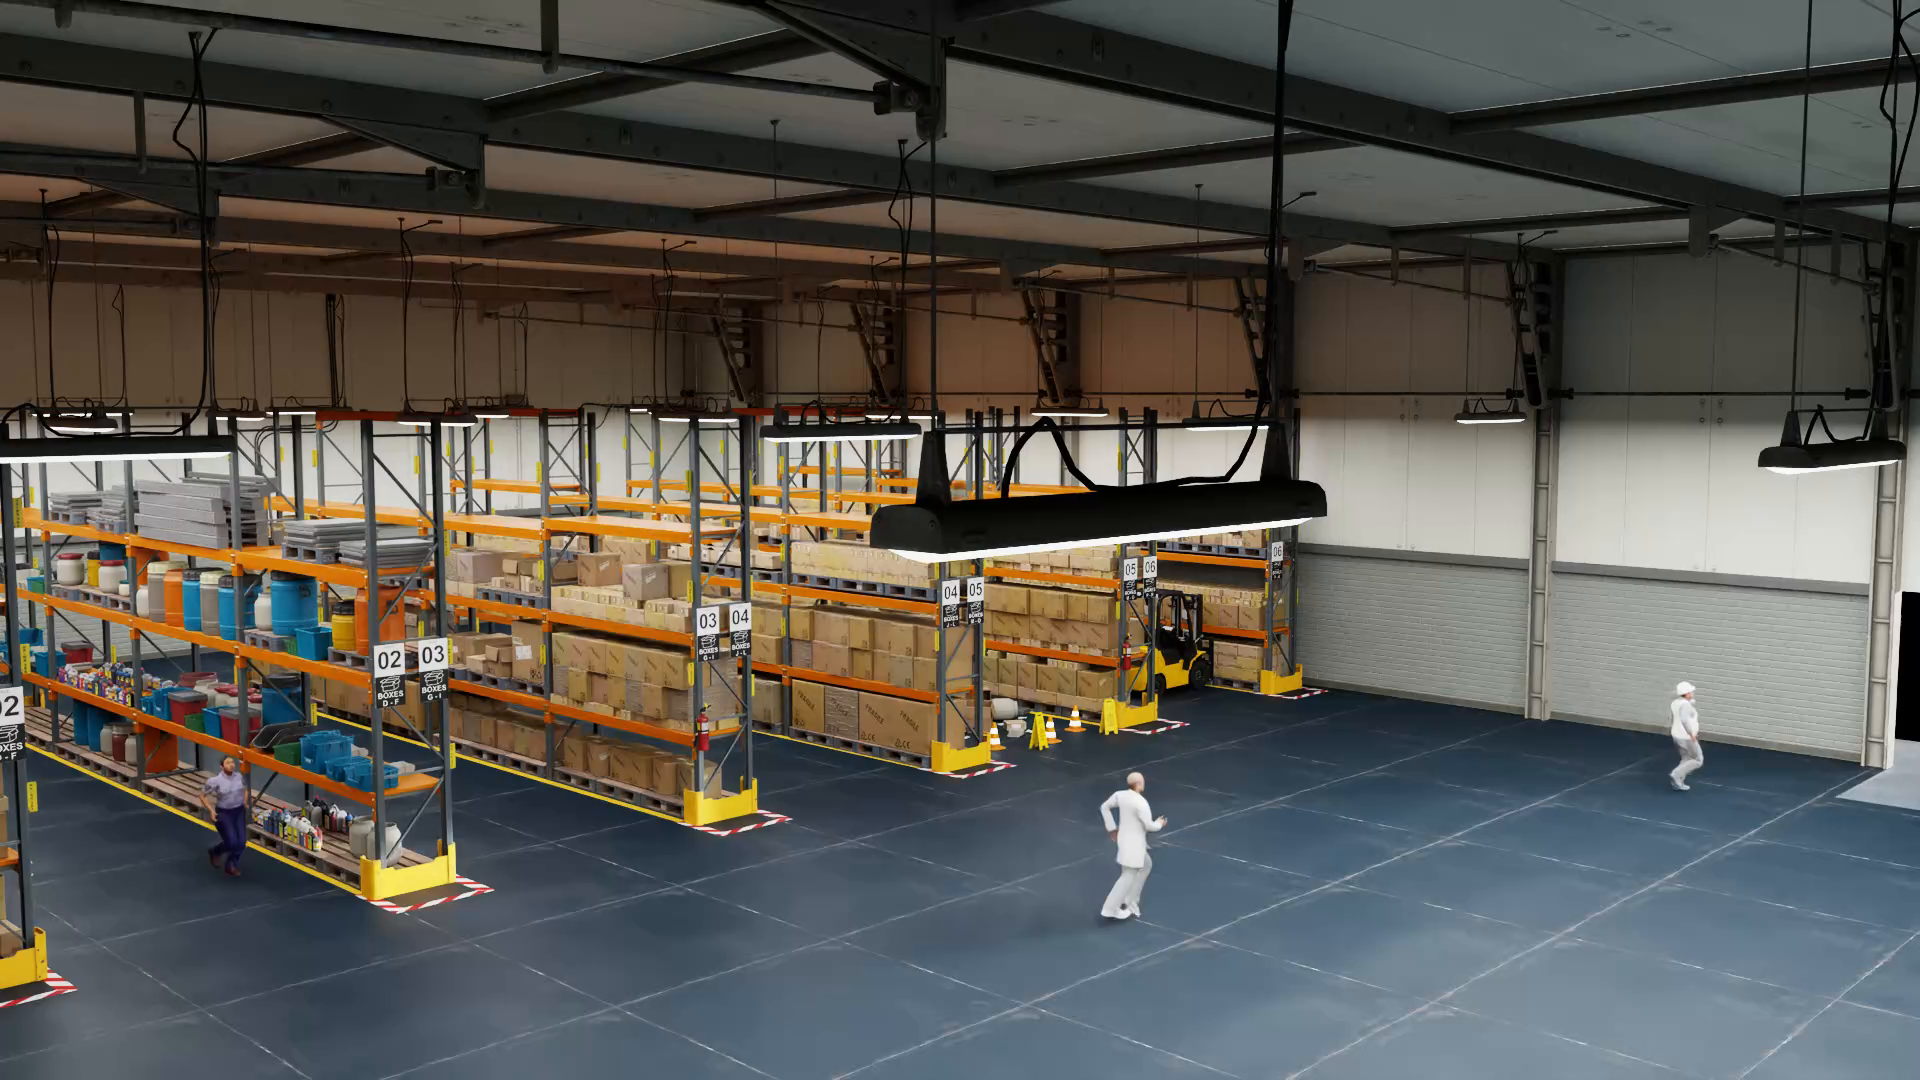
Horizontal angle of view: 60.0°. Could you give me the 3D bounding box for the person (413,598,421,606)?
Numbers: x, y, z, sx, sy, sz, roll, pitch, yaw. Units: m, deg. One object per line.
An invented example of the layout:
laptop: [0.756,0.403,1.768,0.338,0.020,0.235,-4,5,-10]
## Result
person: [-12.375,2.157,37.691,0.697,1.736,0.811,-3,6,-30]

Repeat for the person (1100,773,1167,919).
person: [2.084,3.683,19.986,0.877,1.808,0.668,-2,5,-21]

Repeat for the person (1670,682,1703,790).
person: [11.561,3.110,26.455,0.482,1.707,0.666,0,5,1]

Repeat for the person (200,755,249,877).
person: [-9.555,3.617,21.759,0.547,1.592,0.607,3,6,34]

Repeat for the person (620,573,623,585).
person: [-8.914,1.616,43.901,0.673,1.677,0.742,-2,5,-19]
